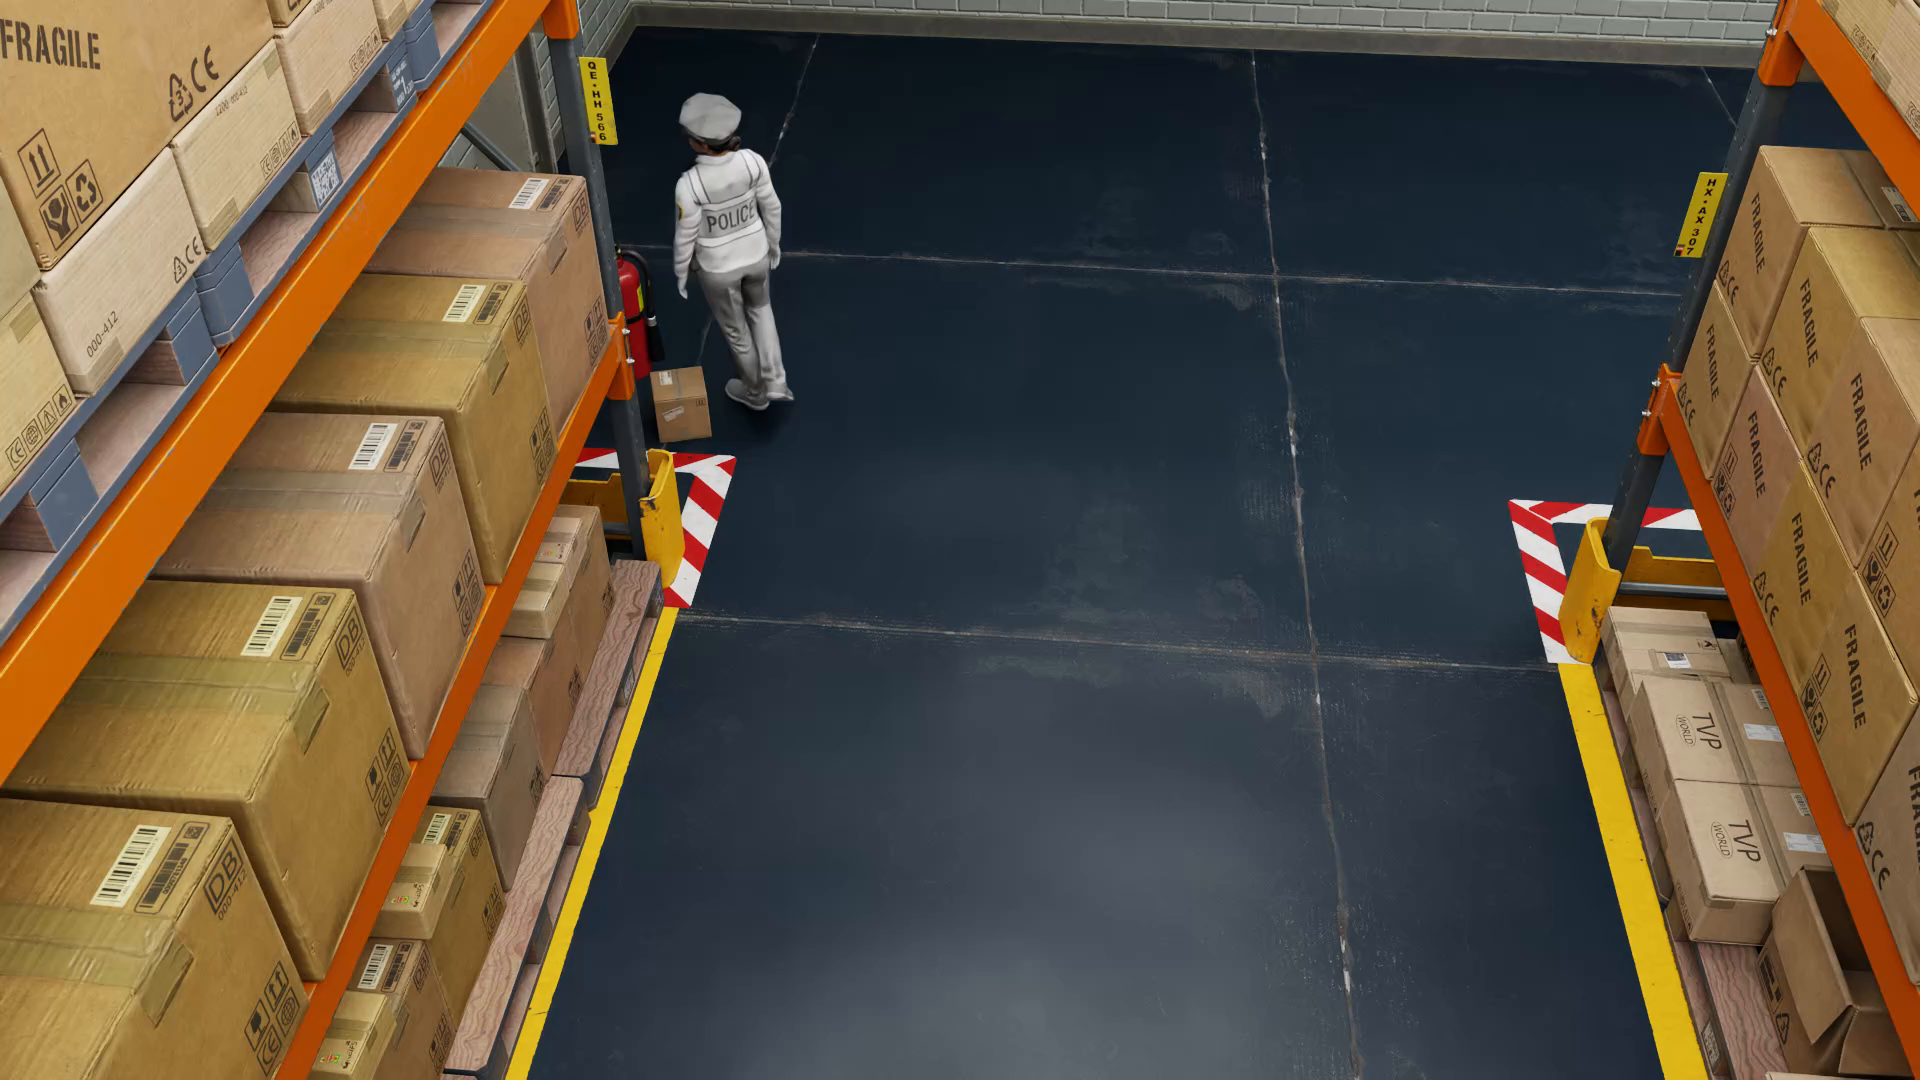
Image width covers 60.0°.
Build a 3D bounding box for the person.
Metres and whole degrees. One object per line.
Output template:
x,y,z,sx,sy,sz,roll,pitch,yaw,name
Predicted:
-1.032,-1.258,7.616,0.540,1.668,0.504,-24,46,-26,person
